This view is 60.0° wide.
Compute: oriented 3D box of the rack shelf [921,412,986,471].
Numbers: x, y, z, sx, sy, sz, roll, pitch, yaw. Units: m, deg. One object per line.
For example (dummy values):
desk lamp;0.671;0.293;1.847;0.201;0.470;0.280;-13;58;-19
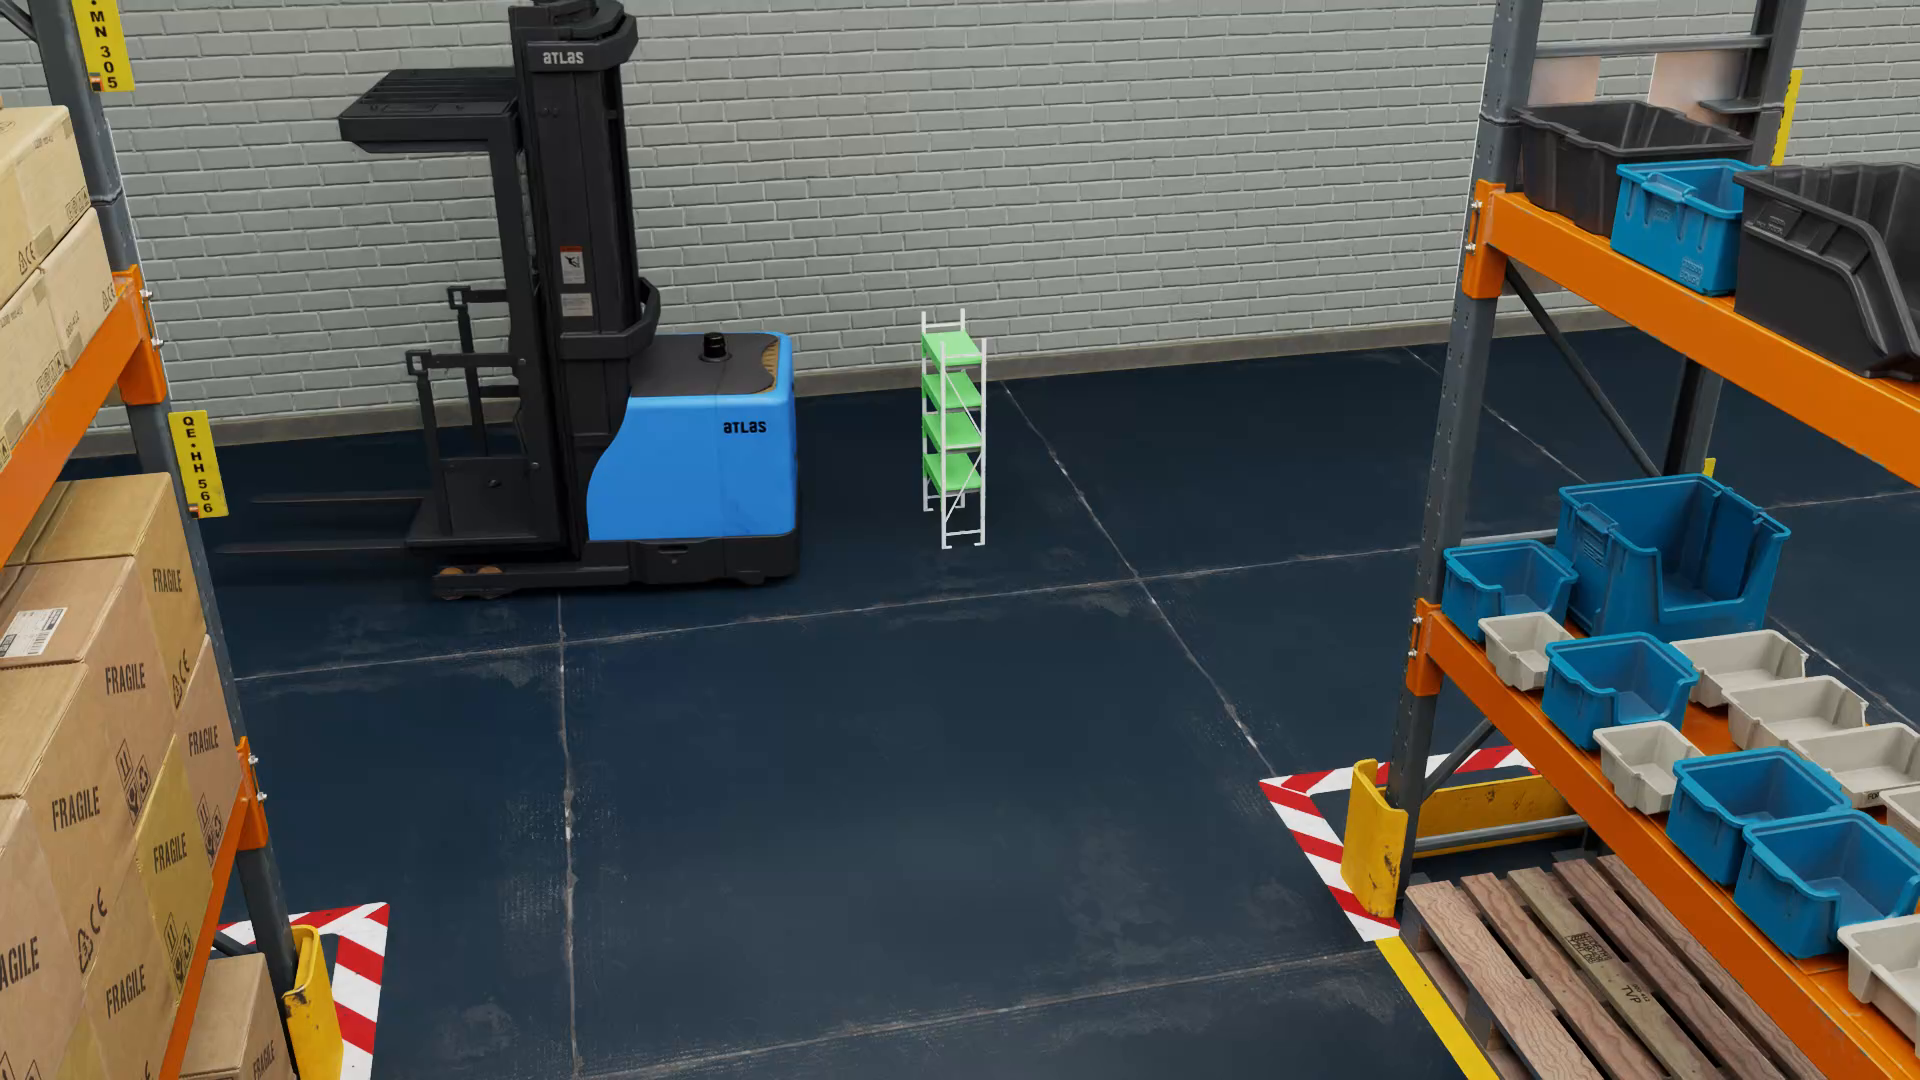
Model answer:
rack shelf;-0.037;-0.551;9.152;0.258;0.148;0.480;-6;27;-12

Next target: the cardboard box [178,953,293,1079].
cardboard box;-2.337;1.627;4.983;0.500;0.500;0.500;-6;27;-12

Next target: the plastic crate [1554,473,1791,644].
plastic crate;2.385;0.078;5.660;0.616;0.435;0.499;-6;27;-12

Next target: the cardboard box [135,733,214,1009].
cardboard box;-2.213;0.846;4.134;0.500;0.500;0.500;-6;27;-11

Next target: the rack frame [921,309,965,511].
rack frame;-0.092;-0.715;9.336;0.240;1.200;0.015;-6;27;-12

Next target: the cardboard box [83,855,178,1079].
cardboard box;-2.106;1.066;3.699;0.500;0.500;0.500;-6;27;-11

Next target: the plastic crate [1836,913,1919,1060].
plastic crate;2.344;1.106;3.956;0.293;0.136;0.466;-6;27;-12

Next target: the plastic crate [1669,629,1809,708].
plastic crate;2.488;0.423;5.308;0.396;0.136;0.243;-6;27;-12

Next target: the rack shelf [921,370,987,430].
rack shelf;-0.037;-0.766;9.044;0.258;0.148;0.480;-6;27;-12

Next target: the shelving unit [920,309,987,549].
shelving unit;-0.037;-0.608;9.124;0.258;1.200;0.503;-6;27;-12

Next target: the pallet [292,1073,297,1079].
pallet;-2.501;2.122;4.811;1.003;0.211;1.213;-6;27;-12

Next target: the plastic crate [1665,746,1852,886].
plastic crate;2.159;0.761;4.533;0.416;0.233;0.300;-6;27;-12

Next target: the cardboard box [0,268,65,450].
cardboard box;-2.224;-0.359;3.469;0.500;0.250;0.500;-6;27;-12

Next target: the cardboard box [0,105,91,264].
cardboard box;-2.335;-0.801;3.792;0.500;0.250;0.500;-6;27;-12

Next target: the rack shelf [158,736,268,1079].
rack shelf;-2.248;1.693;3.365;1.077;0.370;4.000;-6;27;-12

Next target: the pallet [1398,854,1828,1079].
pallet;2.276;1.604;5.838;1.003;0.211;1.213;-6;27;-12

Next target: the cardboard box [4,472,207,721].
cardboard box;-2.331;0.171;4.362;0.500;0.500;0.500;-6;27;-12

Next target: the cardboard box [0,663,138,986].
cardboard box;-2.095;0.619;3.473;0.500;0.500;0.500;-5;27;-10

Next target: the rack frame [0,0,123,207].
rack frame;-2.699;-2.184;3.590;1.000;3.000;0.127;-6;27;-12

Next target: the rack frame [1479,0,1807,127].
rack frame;2.128;-2.685;4.583;1.000;3.000;0.127;-6;27;-12

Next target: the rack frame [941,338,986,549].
rack frame;0.018;-0.501;8.911;0.240;1.200;0.015;-6;27;-12

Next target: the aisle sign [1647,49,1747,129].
aisle sign;2.397;-1.229;5.471;0.394;0.787;0.004;-6;27;-12

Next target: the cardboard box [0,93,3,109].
cardboard box;-2.567;-1.112;3.575;0.700;0.500;0.500;-6;27;-12

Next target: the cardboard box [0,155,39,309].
cardboard box;-2.222;-0.582;3.357;0.500;0.250;0.500;-6;27;-12

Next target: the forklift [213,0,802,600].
forklift;-2.393;-1.243;8.460;3.031;2.935;1.130;-2;27;-4

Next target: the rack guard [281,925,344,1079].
rack guard;-2.682;1.643;5.439;1.175;0.500;0.348;-6;27;-12

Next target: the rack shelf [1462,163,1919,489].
rack shelf;2.578;-0.147;3.682;1.077;0.370;4.000;-6;27;-12

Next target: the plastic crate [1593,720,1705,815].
plastic crate;2.007;0.673;4.815;0.250;0.136;0.298;-6;27;-12

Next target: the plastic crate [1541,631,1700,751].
plastic crate;2.011;0.472;5.106;0.416;0.233;0.300;-6;27;-12

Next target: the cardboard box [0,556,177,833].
cardboard box;-2.216;0.392;3.923;0.500;0.500;0.500;-5;27;-10

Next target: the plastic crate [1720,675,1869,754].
plastic crate;2.539;0.552;5.053;0.396;0.136;0.243;-6;27;-12

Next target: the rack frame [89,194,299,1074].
rack frame;-2.699;0.494;4.942;1.000;3.000;0.127;-6;27;-12

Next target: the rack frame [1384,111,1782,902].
rack frame;2.128;-0.007;5.935;1.000;3.000;0.127;-6;27;-12

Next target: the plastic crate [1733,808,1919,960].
plastic crate;2.227;0.892;4.272;0.416;0.233;0.300;-6;27;-12

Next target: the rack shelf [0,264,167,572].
rack shelf;-2.248;0.354;2.689;1.077;0.370;4.000;-6;27;-12

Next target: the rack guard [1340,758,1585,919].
rack guard;2.110;1.100;6.517;1.175;0.500;0.348;-6;27;-12

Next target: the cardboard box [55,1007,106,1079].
cardboard box;-1.992;1.287;3.261;0.500;0.500;0.500;-6;27;-12

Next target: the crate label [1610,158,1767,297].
crate label;2.021;-0.842;4.425;0.408;0.251;0.502;-6;27;-12

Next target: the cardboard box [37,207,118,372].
cardboard box;-2.326;-0.579;3.906;0.500;0.250;0.500;-6;27;-12

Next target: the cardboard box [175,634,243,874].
cardboard box;-2.333;0.619;4.585;0.500;0.500;0.500;-5;27;-10

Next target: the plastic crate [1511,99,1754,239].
plastic crate;1.943;-1.091;4.898;0.497;0.269;0.590;-6;27;-12

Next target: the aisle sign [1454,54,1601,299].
aisle sign;1.822;-1.169;5.352;0.394;0.787;0.004;-6;27;-12

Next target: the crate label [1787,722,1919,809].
crate label;2.626;0.672;4.816;0.396;0.136;0.243;-6;27;-12

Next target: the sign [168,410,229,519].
sign;-2.154;-0.211;4.704;0.100;0.325;0.005;-6;27;-12

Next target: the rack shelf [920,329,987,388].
rack shelf;-0.037;-0.980;8.936;0.258;0.148;0.480;-6;27;-12

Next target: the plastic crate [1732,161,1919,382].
plastic crate;2.204;-0.620;3.889;0.504;0.338;0.767;-6;27;-12

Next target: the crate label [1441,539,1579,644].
crate label;1.863;0.183;5.678;0.416;0.233;0.303;-6;27;-12

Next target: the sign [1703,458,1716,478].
sign;2.660;-0.143;6.023;0.100;0.325;0.005;-6;27;-12

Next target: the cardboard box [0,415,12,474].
cardboard box;-2.099;-0.140;3.037;0.500;0.250;0.500;-6;27;-12

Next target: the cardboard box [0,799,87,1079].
cardboard box;-1.979;0.845;3.026;0.500;0.500;0.500;-5;27;-10

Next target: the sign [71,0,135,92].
sign;-2.154;-1.288;4.161;0.100;0.325;0.005;-6;27;-12

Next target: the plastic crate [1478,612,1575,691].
plastic crate;1.854;0.375;5.405;0.250;0.136;0.298;-6;27;-12

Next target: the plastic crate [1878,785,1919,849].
plastic crate;2.710;0.800;4.562;0.298;0.136;0.250;-6;27;-12

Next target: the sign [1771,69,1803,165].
sign;2.660;-1.363;5.408;0.100;0.325;0.005;-6;27;-12

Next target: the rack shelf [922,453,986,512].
rack shelf;-0.037;-0.337;9.261;0.258;0.148;0.480;-6;27;-12

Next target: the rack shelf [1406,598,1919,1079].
rack shelf;2.578;1.192;4.358;1.077;0.370;4.000;-6;27;-12

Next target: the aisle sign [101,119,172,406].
aisle sign;-2.416;-0.727;4.477;0.394;0.787;0.004;-6;27;-12
